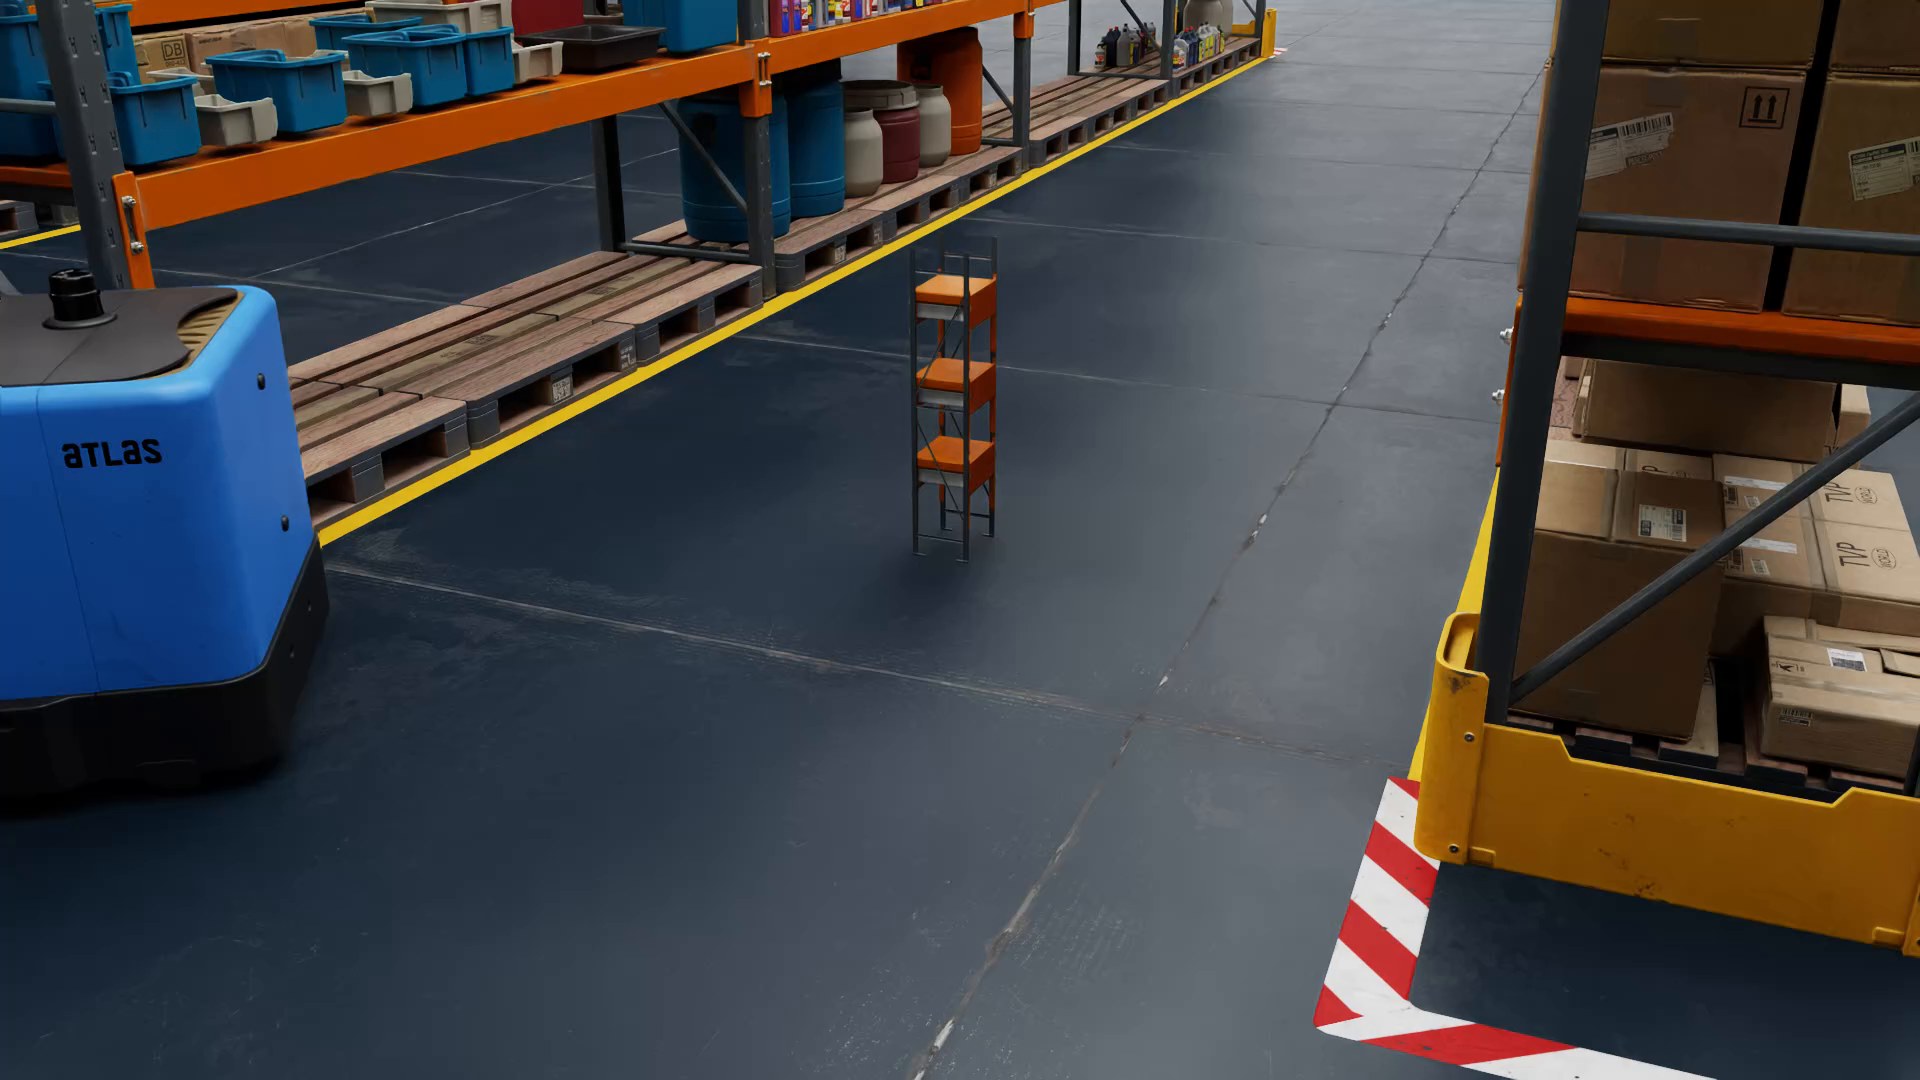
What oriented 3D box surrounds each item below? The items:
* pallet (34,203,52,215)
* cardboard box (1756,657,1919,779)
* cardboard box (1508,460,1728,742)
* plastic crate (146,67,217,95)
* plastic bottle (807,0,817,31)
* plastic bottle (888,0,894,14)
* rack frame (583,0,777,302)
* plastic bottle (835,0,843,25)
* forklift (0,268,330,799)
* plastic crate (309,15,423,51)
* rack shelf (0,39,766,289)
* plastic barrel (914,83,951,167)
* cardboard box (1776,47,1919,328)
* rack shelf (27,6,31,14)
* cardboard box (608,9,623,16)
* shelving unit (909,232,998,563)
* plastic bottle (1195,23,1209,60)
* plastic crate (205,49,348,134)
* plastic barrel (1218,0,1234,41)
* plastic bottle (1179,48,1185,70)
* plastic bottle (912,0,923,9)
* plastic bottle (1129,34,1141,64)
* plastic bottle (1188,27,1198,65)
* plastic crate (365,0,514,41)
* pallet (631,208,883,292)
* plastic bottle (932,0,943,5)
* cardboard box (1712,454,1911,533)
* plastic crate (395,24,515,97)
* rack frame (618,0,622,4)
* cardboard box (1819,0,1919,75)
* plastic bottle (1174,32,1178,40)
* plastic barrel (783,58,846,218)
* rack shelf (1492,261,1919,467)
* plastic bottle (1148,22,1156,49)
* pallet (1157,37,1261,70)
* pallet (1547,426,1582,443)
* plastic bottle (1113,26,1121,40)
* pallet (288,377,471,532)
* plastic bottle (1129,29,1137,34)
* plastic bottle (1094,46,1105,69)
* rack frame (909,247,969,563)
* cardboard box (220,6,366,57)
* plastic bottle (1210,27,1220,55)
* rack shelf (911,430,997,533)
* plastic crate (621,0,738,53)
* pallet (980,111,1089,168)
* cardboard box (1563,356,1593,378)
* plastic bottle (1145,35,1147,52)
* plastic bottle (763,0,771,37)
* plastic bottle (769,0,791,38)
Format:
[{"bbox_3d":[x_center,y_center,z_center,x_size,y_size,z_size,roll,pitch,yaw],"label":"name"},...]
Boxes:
[{"bbox_3d":[-5.844,-2.437,11.311,1.003,0.211,1.213,9,24,20],"label":"pallet"},{"bbox_3d":[2.124,0.426,3.967,0.380,0.149,0.250,9,24,20],"label":"cardboard box"},{"bbox_3d":[1.623,0.134,4.209,0.500,0.500,0.500,9,24,20],"label":"cardboard box"},{"bbox_3d":[-2.692,-1.622,6.006,0.396,0.136,0.243,9,24,20],"label":"plastic crate"},{"bbox_3d":[-0.818,-2.865,8.885,0.097,0.271,0.097,0,23,0],"label":"plastic bottle"},{"bbox_3d":[-0.438,-3.232,9.762,0.097,0.271,0.097,0,23,0],"label":"plastic bottle"},{"bbox_3d":[-1.462,-2.728,8.389,1.000,3.000,0.127,9,24,20],"label":"rack frame"},{"bbox_3d":[-0.696,-2.951,9.180,0.097,0.201,0.097,0,23,0],"label":"plastic bottle"},{"bbox_3d":[-3.318,-0.801,3.864,3.031,2.935,1.130,-4,23,-10],"label":"forklift"},{"bbox_3d":[-2.423,-2.019,6.830,0.416,0.233,0.300,9,24,20],"label":"plastic crate"},{"bbox_3d":[-2.205,-1.680,6.814,1.077,0.370,4.000,9,24,20],"label":"rack shelf"},{"bbox_3d":[-0.269,-2.813,11.275,0.421,0.512,0.421,0,23,0],"label":"plastic barrel"},{"bbox_3d":[2.059,-0.753,3.532,0.500,0.500,0.500,9,24,21],"label":"cardboard box"},{"bbox_3d":[-6.804,-2.389,8.512,1.077,0.370,4.000,9,24,20],"label":"rack shelf"},{"bbox_3d":[-3.532,-4.965,16.417,0.700,0.500,0.500,9,24,20],"label":"cardboard box"},{"bbox_3d":[-0.020,-0.465,5.502,0.215,1.050,0.252,9,24,20],"label":"shelving unit"},{"bbox_3d":[2.422,-5.021,16.744,0.144,0.351,0.185,9,24,20],"label":"plastic bottle"},{"bbox_3d":[-2.306,-1.524,5.646,0.416,0.233,0.300,9,24,20],"label":"plastic crate"},{"bbox_3d":[2.821,-5.822,18.478,0.421,0.512,0.421,0,23,0],"label":"plastic barrel"},{"bbox_3d":[2.110,-4.627,15.995,0.097,0.201,0.097,0,23,0],"label":"plastic bottle"},{"bbox_3d":[-0.274,-3.377,10.094,0.061,0.283,0.133,9,24,20],"label":"plastic bottle"},{"bbox_3d":[1.699,-4.865,16.469,0.152,0.276,0.135,9,24,20],"label":"plastic bottle"},{"bbox_3d":[2.264,-4.869,16.380,0.144,0.351,0.185,8,24,18],"label":"plastic bottle"},{"bbox_3d":[-2.201,-2.181,7.155,0.437,0.282,0.530,9,24,20],"label":"plastic crate"},{"bbox_3d":[-1.137,-1.711,9.573,1.003,0.211,1.213,9,24,20],"label":"pallet"},{"bbox_3d":[-0.155,-3.491,10.367,0.061,0.283,0.133,9,24,20],"label":"plastic bottle"},{"bbox_3d":[2.486,-0.032,4.932,0.500,0.250,0.500,9,24,20],"label":"cardboard box"},{"bbox_3d":[-1.950,-1.867,6.467,0.416,0.233,0.300,9,24,20],"label":"plastic crate"},{"bbox_3d":[-3.089,-6.300,16.941,1.000,3.000,0.127,9,24,20],"label":"rack frame"},{"bbox_3d":[2.059,-1.215,3.339,0.500,0.500,0.500,10,25,22],"label":"cardboard box"},{"bbox_3d":[2.060,-4.822,16.267,0.144,0.351,0.185,9,24,20],"label":"plastic bottle"},{"bbox_3d":[-0.981,-2.399,9.780,0.600,0.901,0.708,9,24,20],"label":"plastic barrel"},{"bbox_3d":[2.392,-0.970,5.113,1.077,0.370,4.000,9,24,20],"label":"rack shelf"},{"bbox_3d":[2.032,-5.362,17.664,0.097,0.271,0.097,0,23,0],"label":"plastic bottle"},{"bbox_3d":[2.704,-5.412,18.432,1.003,0.211,1.213,9,24,20],"label":"pallet"},{"bbox_3d":[2.428,-0.047,5.589,1.003,0.211,1.213,9,24,20],"label":"pallet"},{"bbox_3d":[1.552,-4.912,16.484,0.144,0.351,0.185,8,24,17],"label":"plastic bottle"},{"bbox_3d":[-2.606,-0.299,6.193,1.003,0.211,1.213,9,24,20],"label":"pallet"},{"bbox_3d":[1.736,-5.051,16.913,0.152,0.276,0.135,9,24,21],"label":"plastic bottle"},{"bbox_3d":[1.355,-4.677,16.115,0.097,0.201,0.097,0,23,0],"label":"plastic bottle"},{"bbox_3d":[-0.065,-0.422,5.397,0.200,1.050,0.008,9,24,20],"label":"rack frame"},{"bbox_3d":[-5.189,-3.520,12.497,1.225,0.875,0.875,9,24,20],"label":"cardboard box"},{"bbox_3d":[2.601,-5.162,17.180,0.152,0.276,0.135,9,24,20],"label":"plastic bottle"},{"bbox_3d":[-0.020,-0.199,5.613,0.215,0.259,0.240,9,24,20],"label":"rack shelf"},{"bbox_3d":[-1.319,-2.532,7.864,0.392,0.384,0.575,9,24,20],"label":"plastic crate"},{"bbox_3d":[0.347,-3.144,13.004,1.003,0.211,1.213,9,24,20],"label":"pallet"},{"bbox_3d":[2.778,-0.861,6.836,0.500,0.311,0.500,9,24,20],"label":"cardboard box"},{"bbox_3d":[1.905,-5.239,17.371,0.097,0.271,0.097,0,23,0],"label":"plastic bottle"},{"bbox_3d":[-1.016,-2.799,8.624,0.144,0.351,0.185,9,24,20],"label":"plastic bottle"},{"bbox_3d":[-0.930,-2.744,8.580,0.061,0.283,0.133,9,24,20],"label":"plastic bottle"}]
